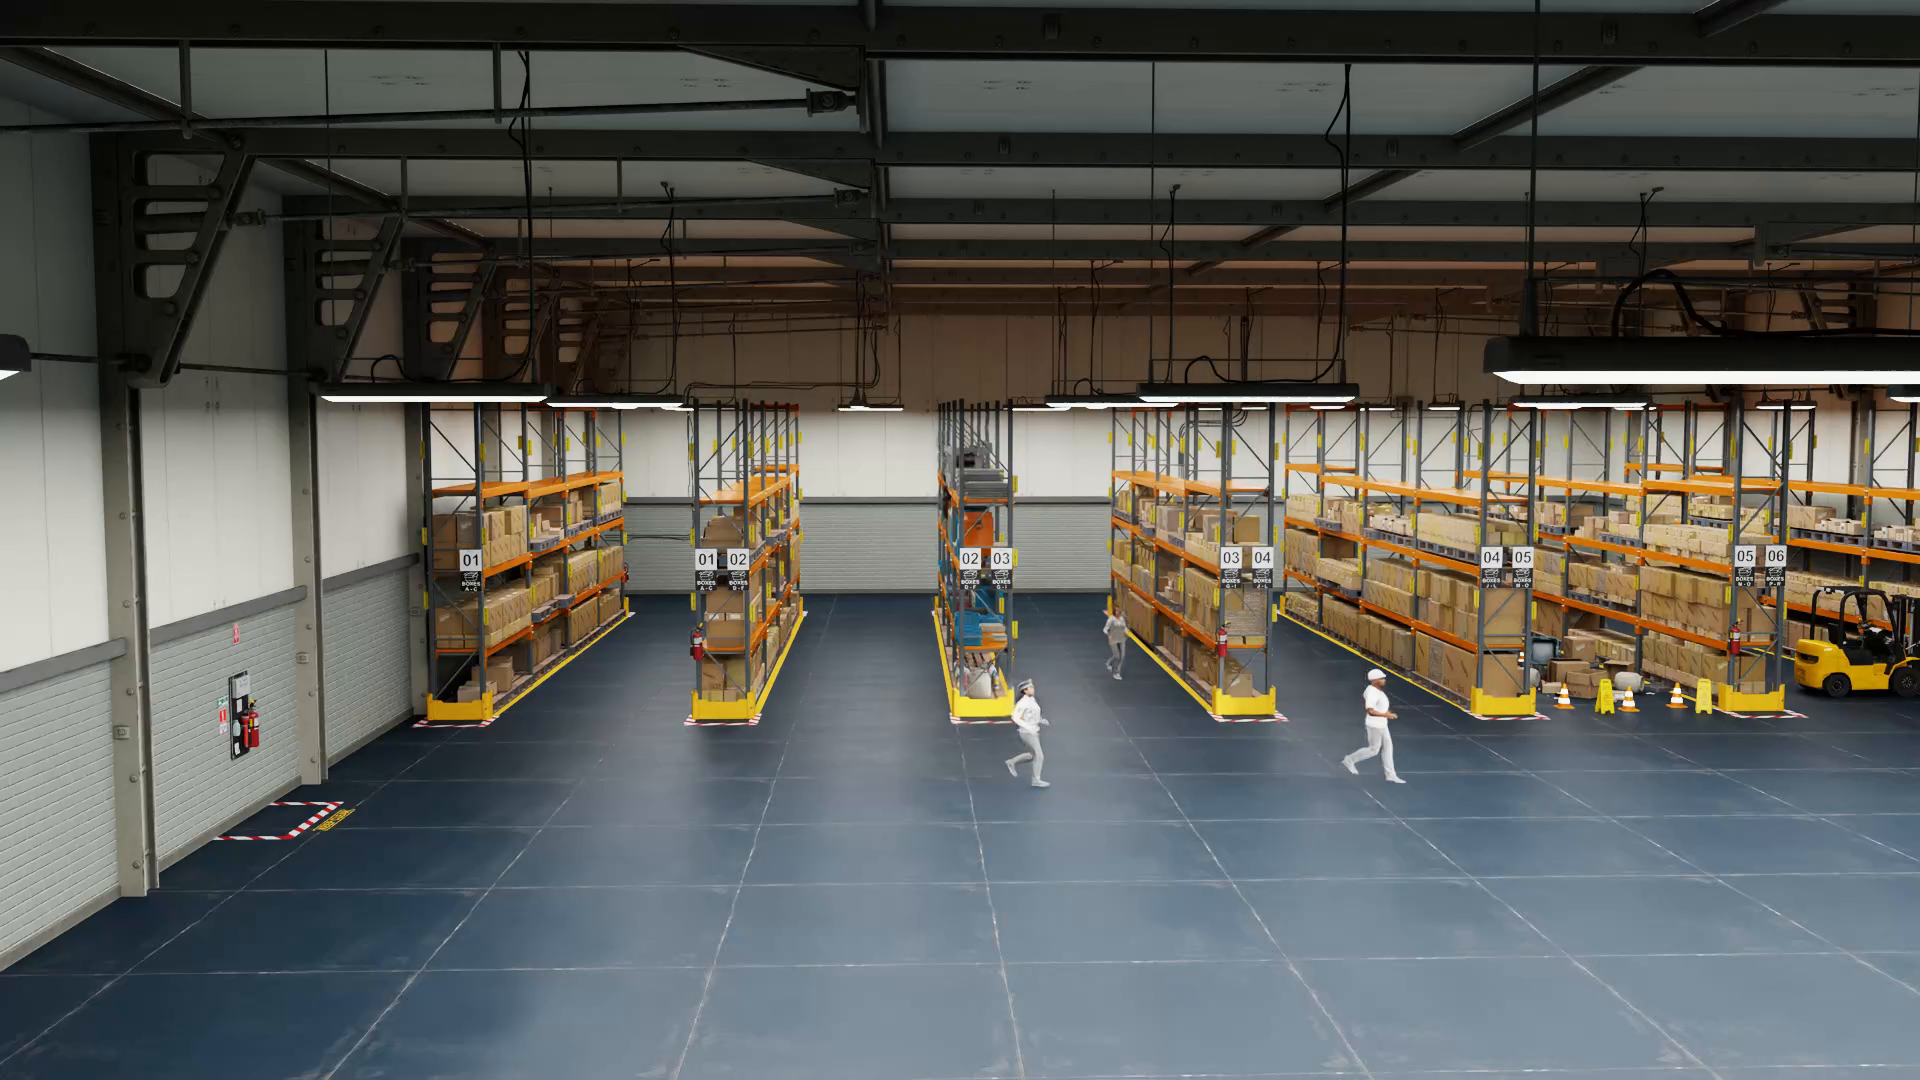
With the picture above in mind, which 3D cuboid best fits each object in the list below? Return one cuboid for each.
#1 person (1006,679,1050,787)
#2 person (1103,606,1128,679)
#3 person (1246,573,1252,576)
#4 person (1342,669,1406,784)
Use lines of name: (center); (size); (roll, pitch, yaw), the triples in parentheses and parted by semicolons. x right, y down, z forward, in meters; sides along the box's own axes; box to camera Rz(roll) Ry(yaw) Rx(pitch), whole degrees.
person: (1.025, 2.951, 25.571); (0.735, 1.656, 0.623); (2, 5, 21)
person: (3.334, 2.177, 35.427); (0.538, 1.552, 0.544); (-2, 5, -20)
person: (8.046, 1.372, 45.972); (0.587, 1.669, 0.976); (0, 4, 0)
person: (6.432, 2.882, 25.778); (0.963, 1.772, 0.700); (2, 5, 24)
